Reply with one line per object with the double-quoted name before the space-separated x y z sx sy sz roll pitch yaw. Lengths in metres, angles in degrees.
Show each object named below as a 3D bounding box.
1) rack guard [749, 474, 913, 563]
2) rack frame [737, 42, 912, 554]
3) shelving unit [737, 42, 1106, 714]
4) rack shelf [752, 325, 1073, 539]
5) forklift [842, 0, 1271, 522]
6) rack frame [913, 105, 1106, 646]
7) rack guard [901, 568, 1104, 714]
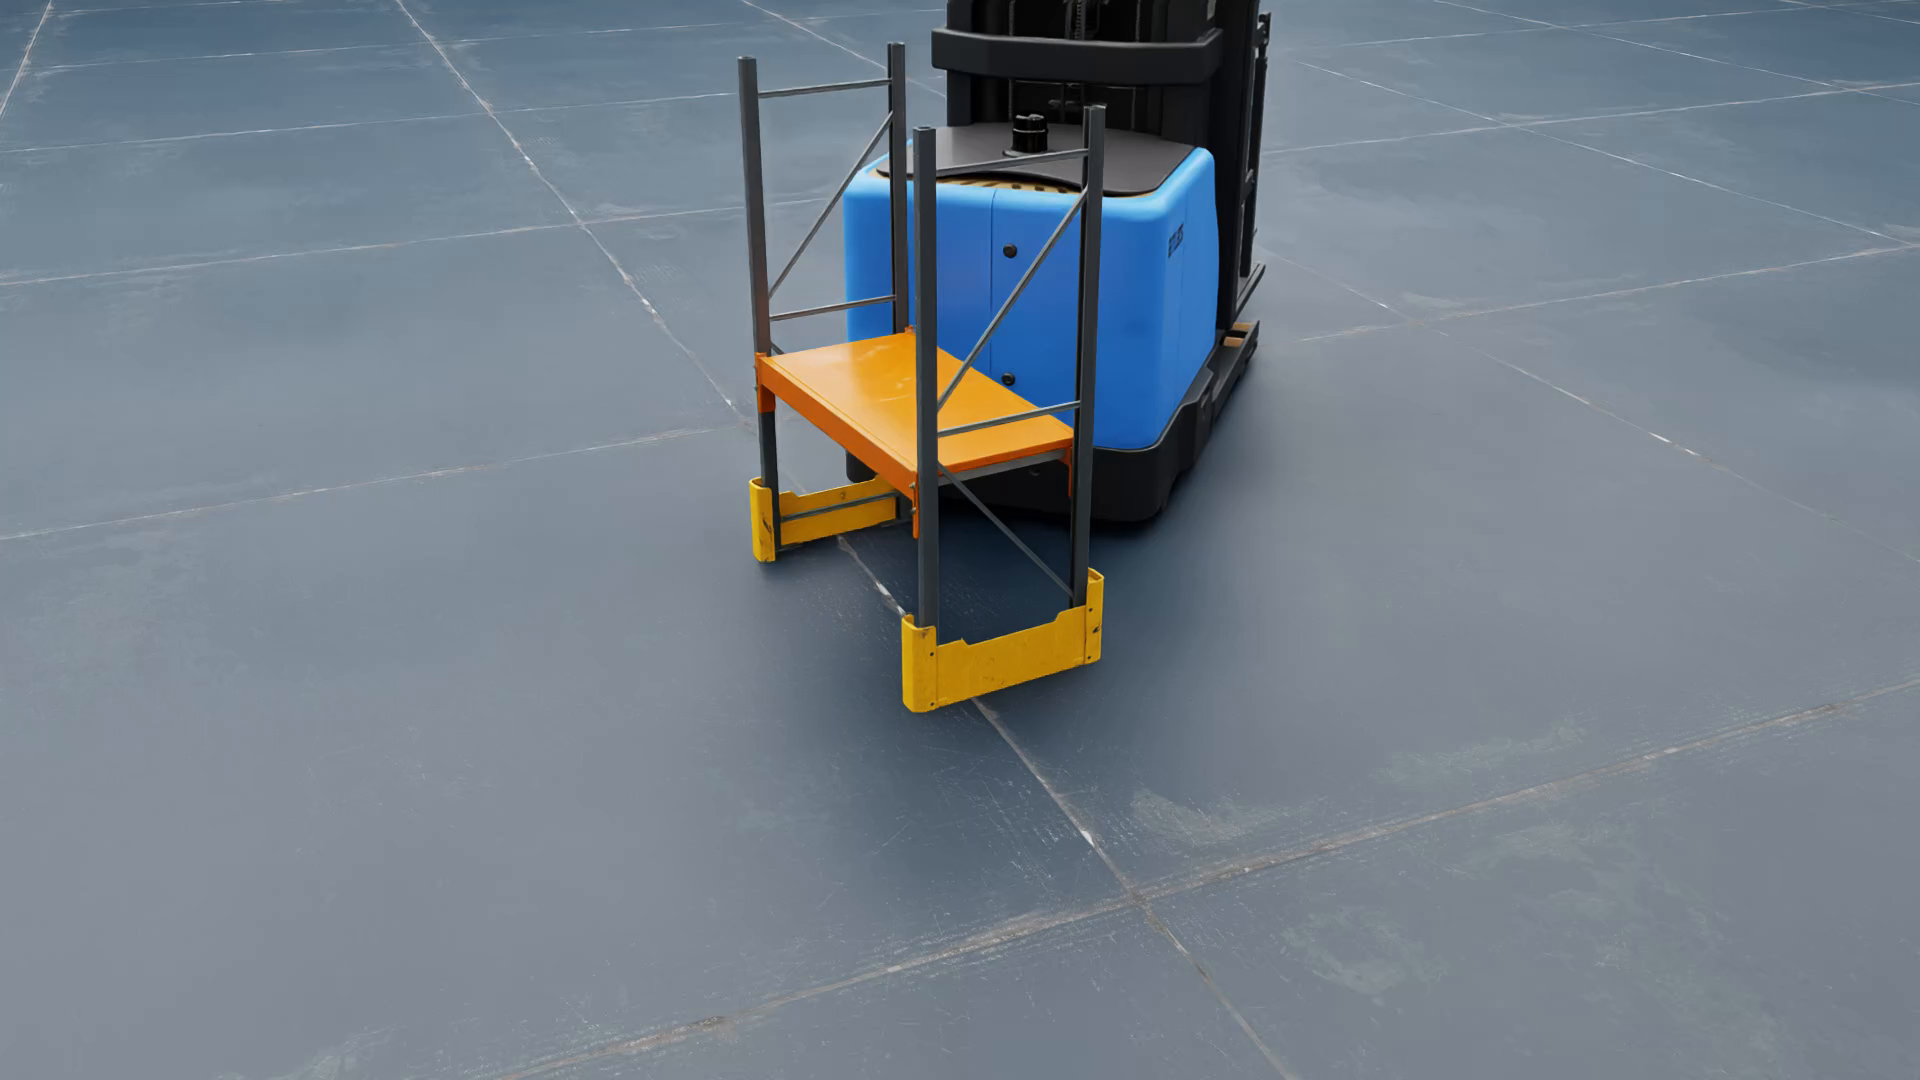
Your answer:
"rack guard" -0.371 -0.117 5.204 0.587 0.250 0.087 -14 29 -26
"rack frame" -0.380 -0.686 4.945 0.500 1.500 0.032 -14 29 -26
"shelving unit" -0.126 -0.488 4.540 0.587 1.500 1.083 -14 29 -26
"rack shelf" -0.131 -0.330 4.626 0.538 0.185 1.000 -14 29 -26
"forklift" 0.573 -1.999 6.003 1.130 2.935 3.031 8 27 17
"rack frame" 0.119 -0.297 4.149 0.500 1.500 0.032 -14 29 -26
"rack guard" 0.118 0.264 4.425 0.587 0.250 0.087 -14 29 -26
